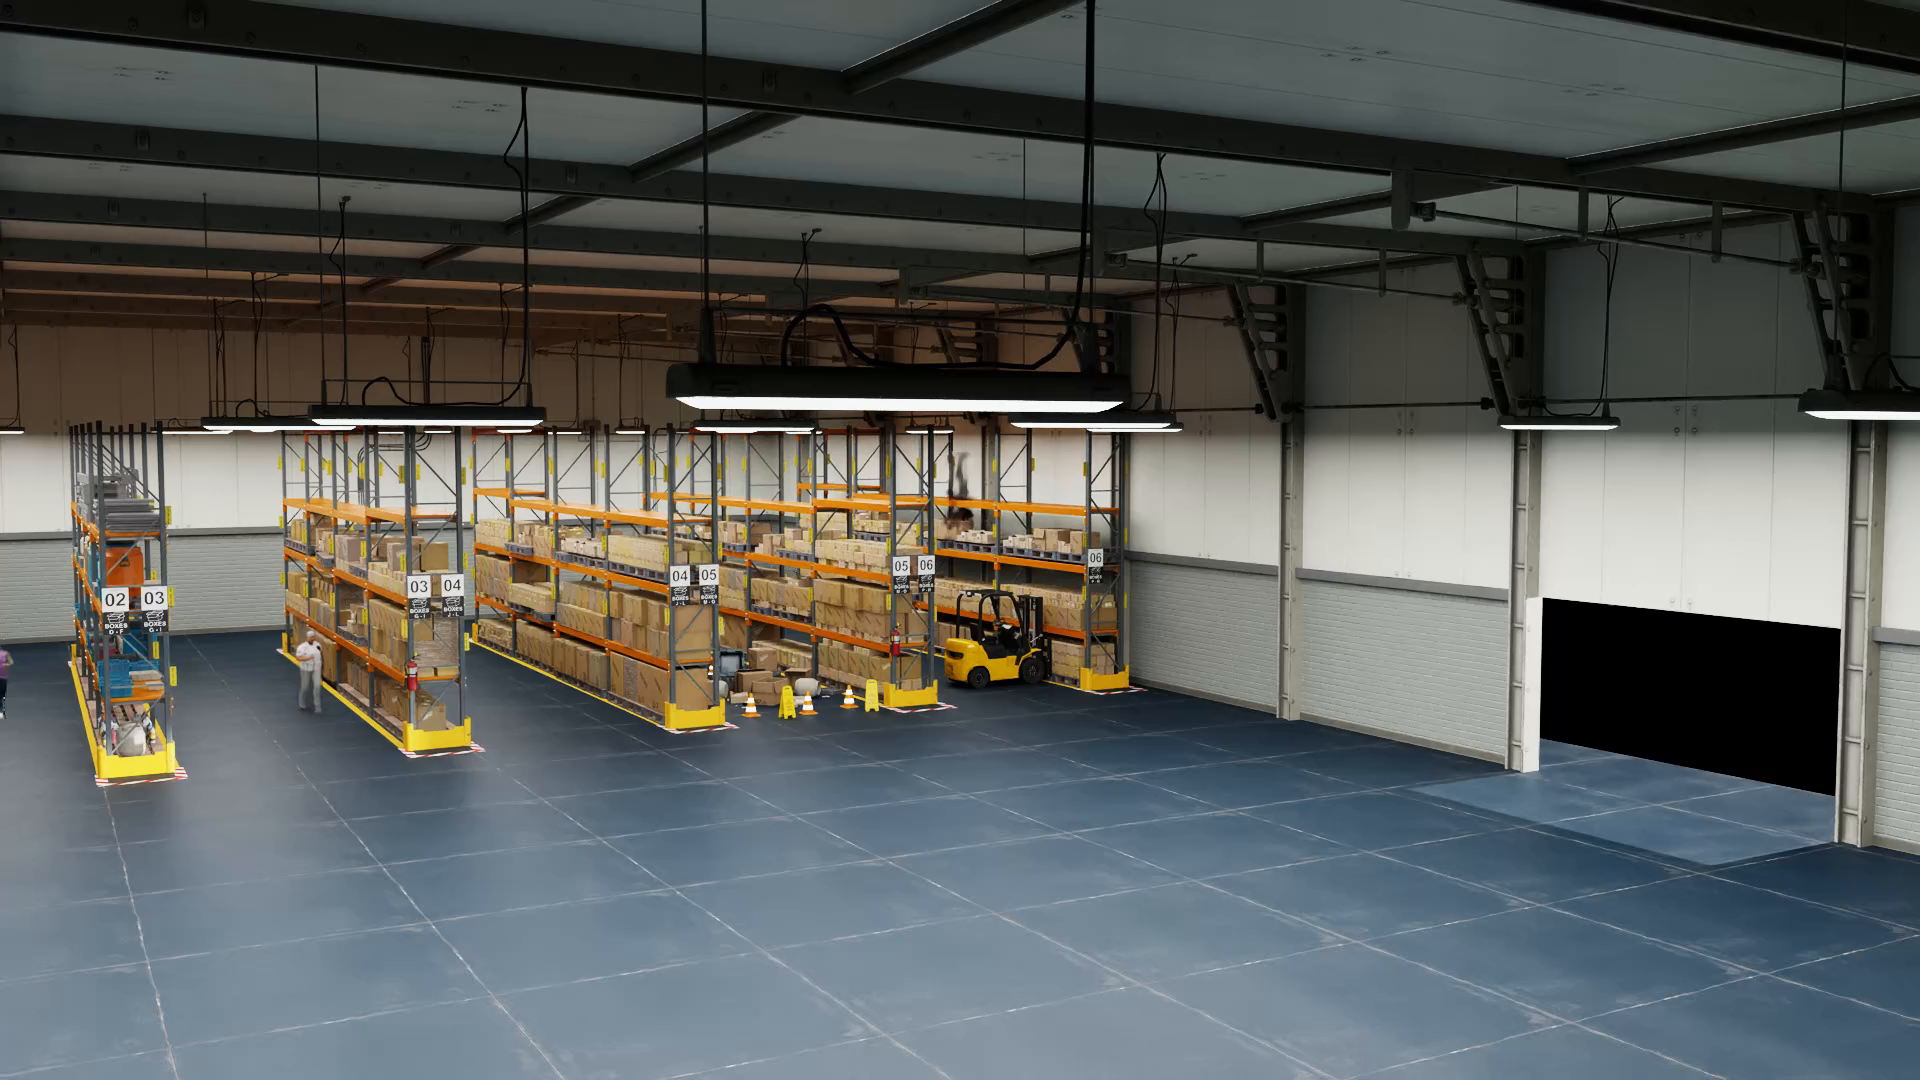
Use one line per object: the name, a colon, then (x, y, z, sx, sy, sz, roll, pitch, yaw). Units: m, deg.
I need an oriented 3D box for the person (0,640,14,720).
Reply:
person: (-19.543, 2.810, 33.804, 0.529, 1.592, 0.884, -3, 5, -41)

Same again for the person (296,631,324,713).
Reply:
person: (-13.572, 2.723, 34.719, 0.598, 1.669, 0.933, -3, 4, -38)

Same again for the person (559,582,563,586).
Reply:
person: (-11.073, 2.022, 46.400, 0.674, 1.701, 0.757, -3, 4, -38)
